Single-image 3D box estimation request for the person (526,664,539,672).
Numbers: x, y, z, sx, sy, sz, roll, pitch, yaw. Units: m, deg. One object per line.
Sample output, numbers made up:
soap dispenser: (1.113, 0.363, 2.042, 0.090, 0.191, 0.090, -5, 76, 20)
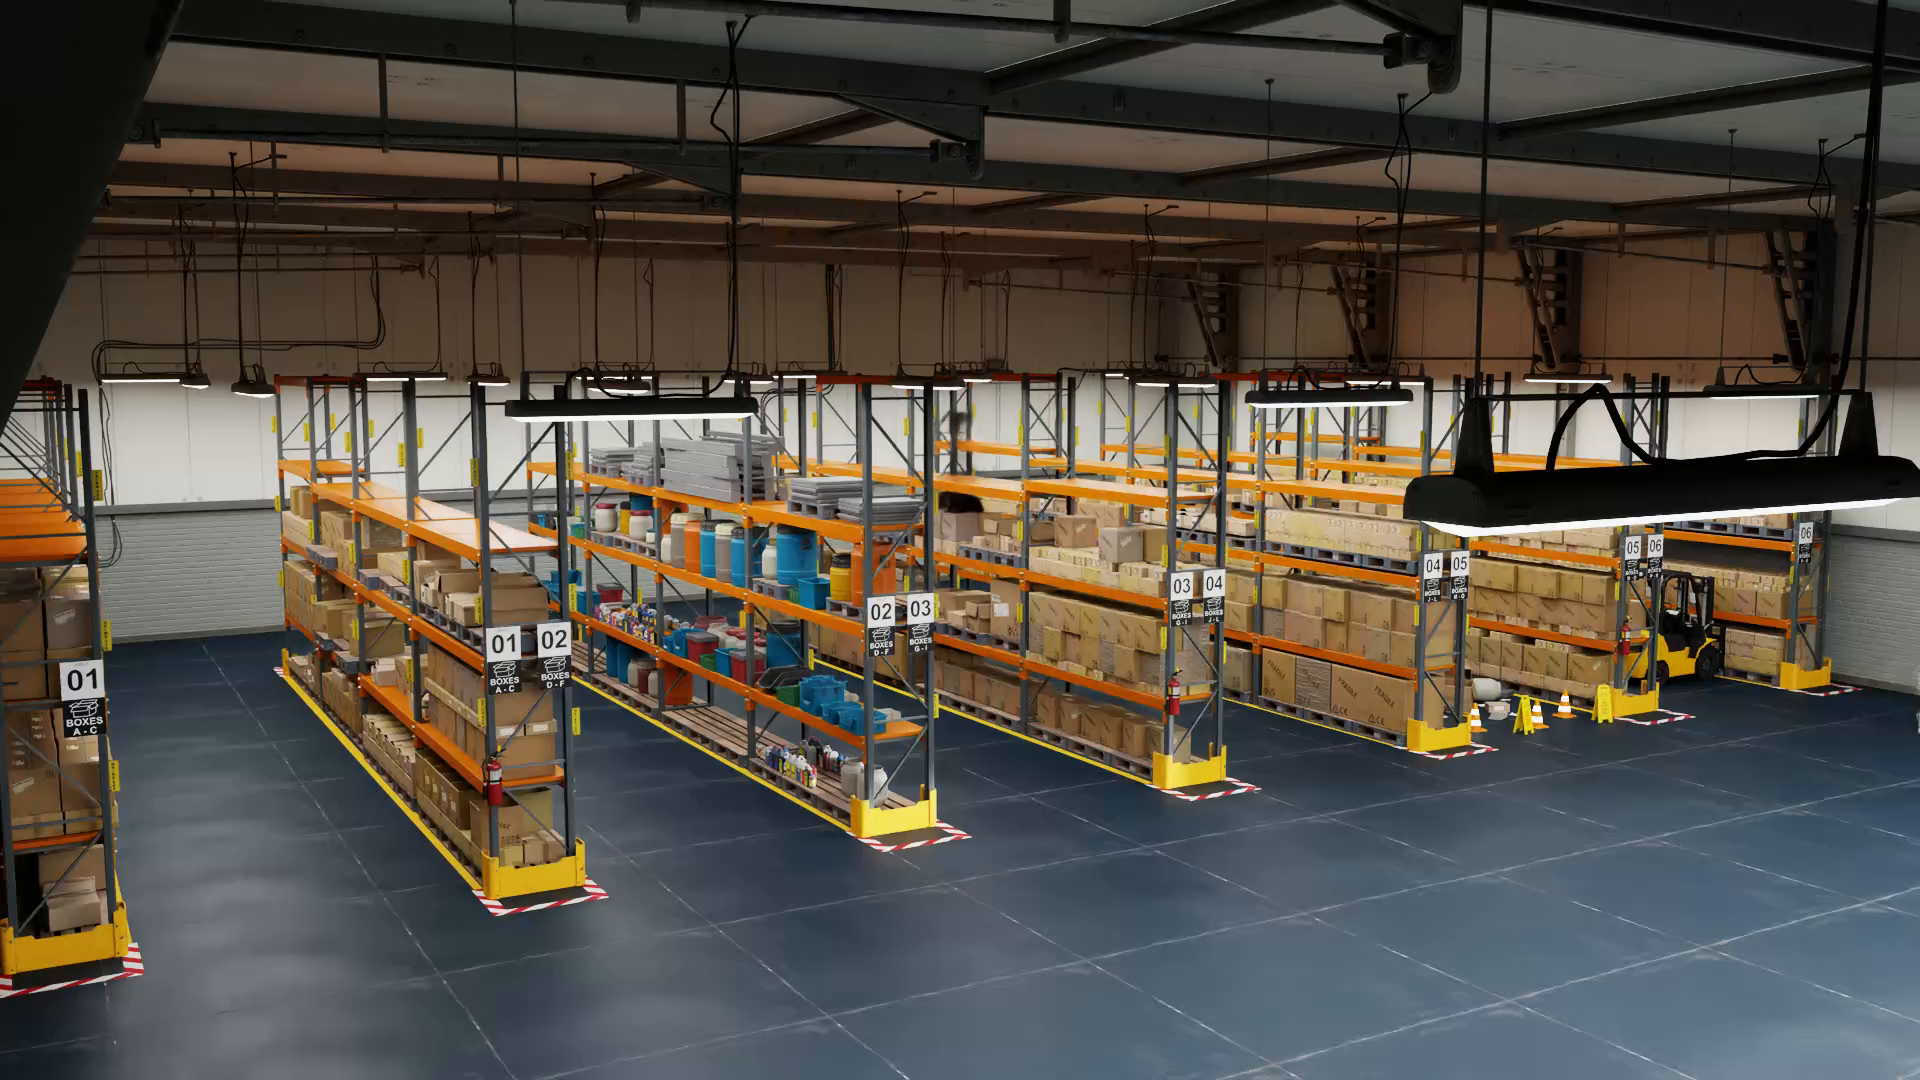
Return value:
person: (-7.906, 2.133, 30.776, 0.700, 1.728, 0.754, -3, 7, -28)
